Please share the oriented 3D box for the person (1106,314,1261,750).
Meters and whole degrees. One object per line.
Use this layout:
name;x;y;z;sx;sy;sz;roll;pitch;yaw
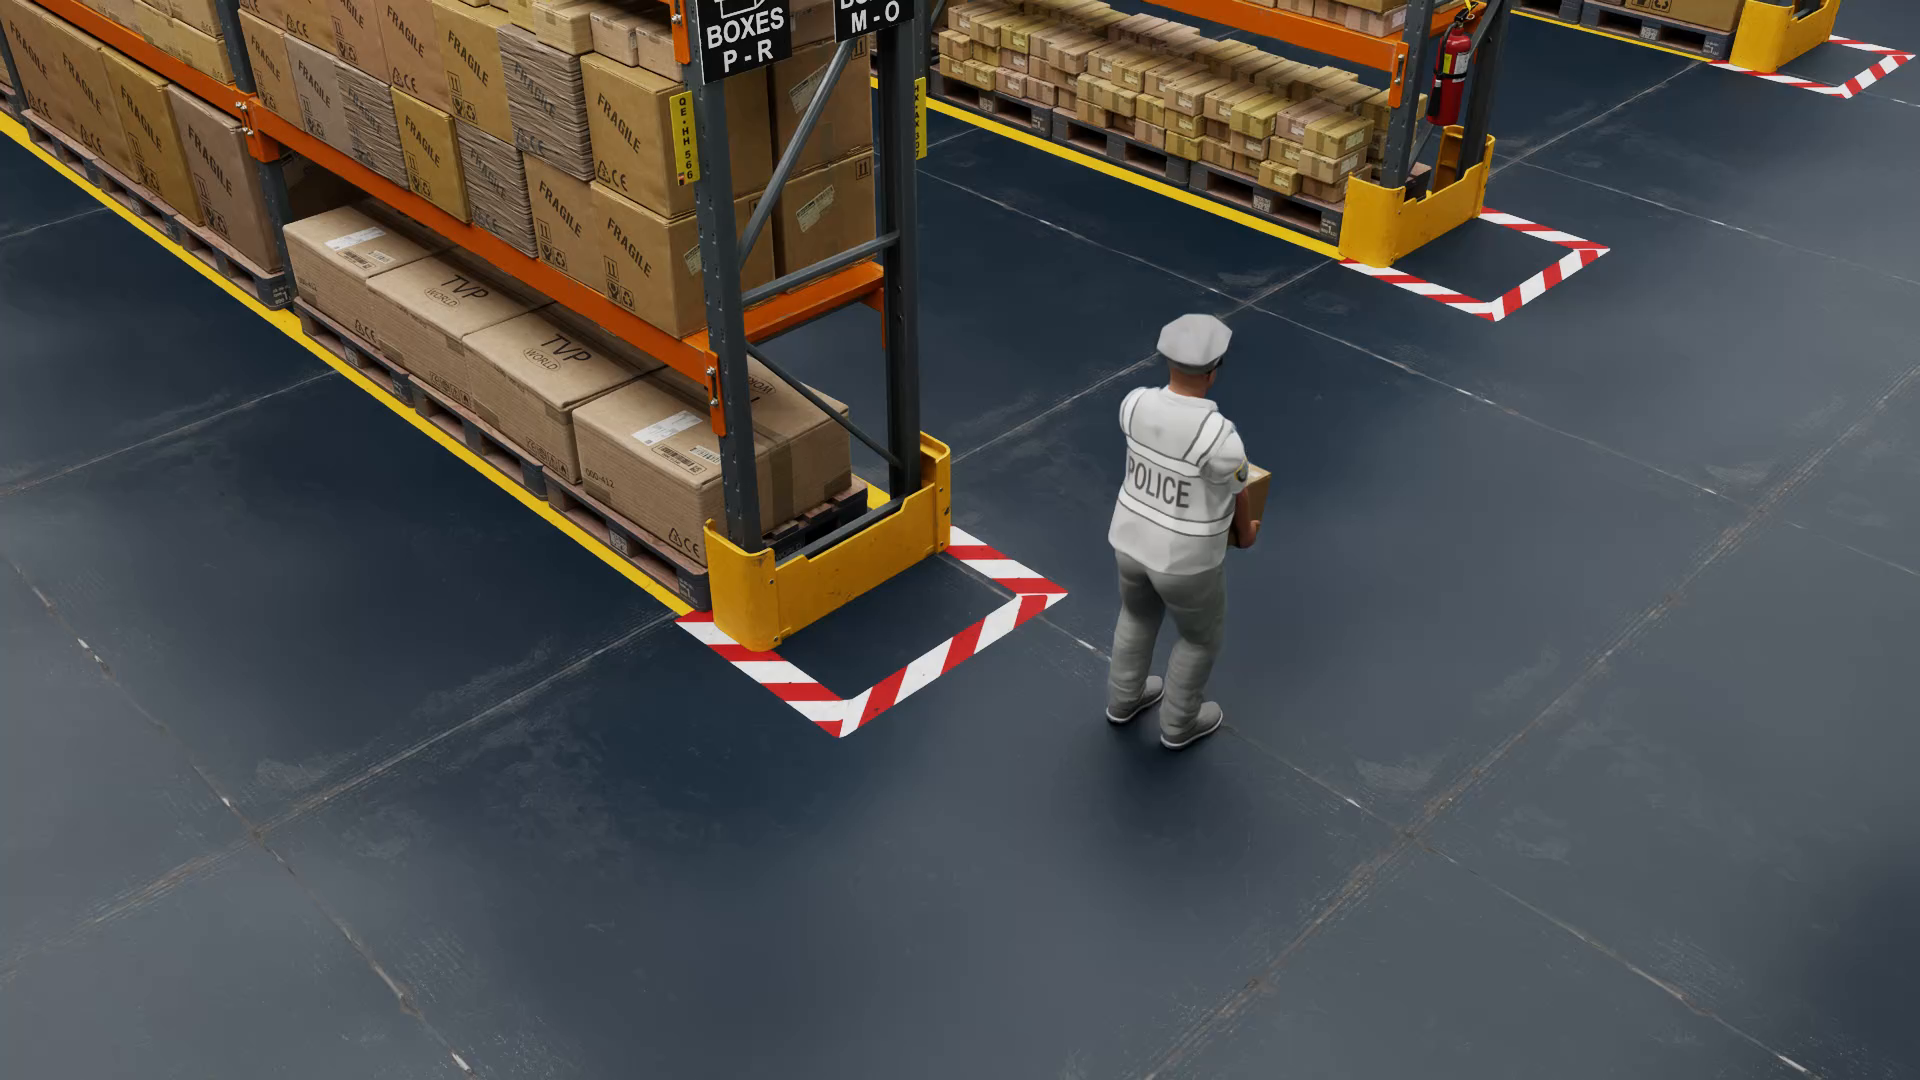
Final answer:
person;0.824;-0.020;6.168;0.488;1.761;0.583;29;44;34
